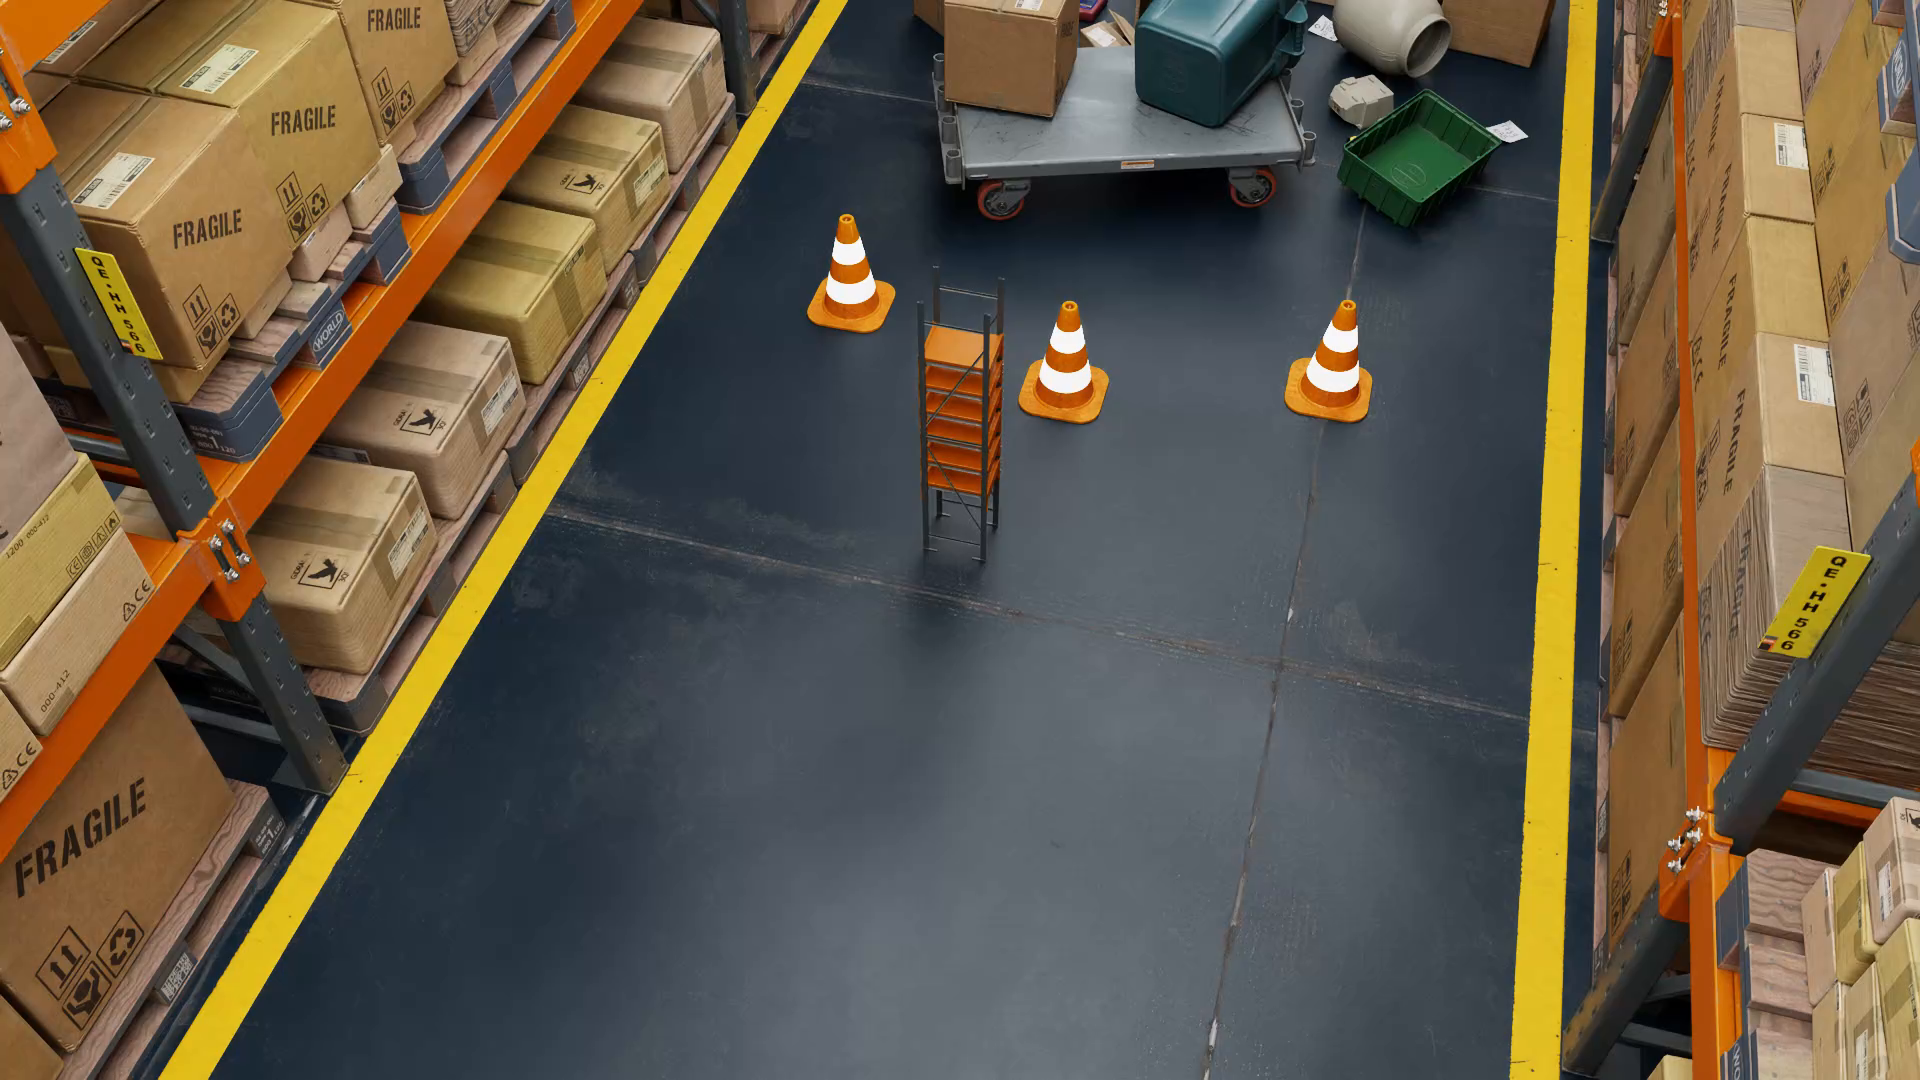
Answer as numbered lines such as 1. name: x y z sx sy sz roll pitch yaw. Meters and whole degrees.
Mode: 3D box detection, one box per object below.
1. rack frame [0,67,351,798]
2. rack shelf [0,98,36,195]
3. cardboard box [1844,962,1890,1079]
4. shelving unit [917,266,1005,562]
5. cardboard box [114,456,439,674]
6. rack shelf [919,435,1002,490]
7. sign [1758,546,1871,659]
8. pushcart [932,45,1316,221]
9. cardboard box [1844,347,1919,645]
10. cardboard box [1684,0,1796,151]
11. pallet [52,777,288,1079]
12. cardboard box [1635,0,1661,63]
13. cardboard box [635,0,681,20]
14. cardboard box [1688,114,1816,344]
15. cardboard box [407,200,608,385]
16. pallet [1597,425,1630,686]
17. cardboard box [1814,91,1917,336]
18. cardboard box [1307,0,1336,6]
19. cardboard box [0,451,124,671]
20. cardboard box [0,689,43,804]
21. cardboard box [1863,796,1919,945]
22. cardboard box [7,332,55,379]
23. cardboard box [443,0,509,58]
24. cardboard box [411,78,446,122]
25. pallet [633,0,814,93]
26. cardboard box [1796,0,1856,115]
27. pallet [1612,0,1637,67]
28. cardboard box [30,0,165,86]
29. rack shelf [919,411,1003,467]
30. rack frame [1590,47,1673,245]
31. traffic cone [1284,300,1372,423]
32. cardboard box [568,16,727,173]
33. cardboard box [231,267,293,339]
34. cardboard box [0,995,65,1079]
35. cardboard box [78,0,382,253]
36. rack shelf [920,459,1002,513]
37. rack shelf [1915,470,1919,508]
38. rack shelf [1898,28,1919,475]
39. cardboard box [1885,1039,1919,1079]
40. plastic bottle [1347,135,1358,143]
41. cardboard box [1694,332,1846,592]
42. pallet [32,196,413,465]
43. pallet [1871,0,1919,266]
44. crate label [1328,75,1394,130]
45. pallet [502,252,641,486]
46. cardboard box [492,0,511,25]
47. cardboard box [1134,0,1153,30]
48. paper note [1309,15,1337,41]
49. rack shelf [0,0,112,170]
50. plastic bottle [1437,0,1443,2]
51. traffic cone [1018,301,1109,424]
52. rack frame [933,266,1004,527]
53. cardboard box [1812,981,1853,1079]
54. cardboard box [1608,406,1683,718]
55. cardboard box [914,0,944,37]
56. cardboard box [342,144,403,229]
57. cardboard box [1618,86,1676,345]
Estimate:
1. rack frame: -2.542 -0.284 4.500 1.000 3.000 0.127 12 50 10
2. rack shelf: -3.069 0.409 2.368 1.077 0.370 4.000 12 50 10
3. cardboard box: 1.870 0.972 3.080 0.380 0.149 0.250 14 50 12
4. shelving unit: 0.004 -0.407 5.809 0.258 1.200 0.189 12 50 10
5. cardboard box: -2.384 0.040 5.686 0.950 0.372 0.625 9 49 7
6. rack shelf: 0.004 -0.299 5.933 0.258 0.103 0.180 12 50 10
7. sign: 1.723 0.130 3.362 0.100 0.325 0.005 12 50 10
8. pushcart: 0.723 -1.895 7.671 1.648 0.377 0.936 -4 49 -3
9. cardboard box: 2.388 -0.067 3.575 0.700 0.500 0.500 11 50 10
10. cardboard box: 2.782 -1.614 5.607 0.500 0.500 0.500 12 50 10
11. pallet: -2.822 1.195 5.055 1.003 0.211 1.213 12 50 10
12. cardboard box: 3.779 -2.803 7.860 0.875 0.875 0.875 12 50 10
13. cardboard box: -1.593 -2.887 8.351 0.500 0.250 0.500 14 50 12
14. cardboard box: 2.514 -0.885 4.964 0.500 0.500 0.500 12 50 11
15. cardboard box: -1.992 -1.042 6.642 0.950 0.372 0.625 13 50 11
16. pallet: 2.863 0.108 6.014 1.003 0.211 1.213 12 50 10
17. cardboard box: 2.652 -0.804 4.226 0.700 0.500 0.500 11 49 9
18. cardboard box: 1.988 -2.975 8.699 0.396 0.266 0.258 19 51 16
19. cardboard box: -2.425 0.001 4.015 0.500 0.250 0.500 11 50 10
20. cardboard box: -2.544 0.556 3.859 0.500 0.250 0.500 12 50 11
21. cardboard box: 1.950 0.667 3.152 0.380 0.149 0.250 12 50 10
22. cardboard box: -2.683 -0.623 4.687 0.380 0.149 0.250 13 50 11
23. cardboard box: -1.798 -1.958 5.432 0.500 0.500 0.500 10 49 9
24. cardboard box: -1.937 -1.521 5.479 0.380 0.149 0.250 13 50 12
25. pallet: -1.347 -2.747 8.534 1.003 0.211 1.213 12 50 10
26. cardboard box: 2.921 -1.539 4.874 0.700 0.500 0.500 12 50 10
27. pallet: 3.907 -2.770 8.554 1.003 0.211 1.213 12 50 10
28. cardboard box: -2.565 -1.314 4.864 0.500 0.500 0.500 11 49 9
29. rack shelf: 0.004 -0.378 5.843 0.258 0.103 0.180 12 50 10
30. rack frame: 3.313 -2.273 6.256 1.000 3.000 0.127 12 50 10
31. traffic cone: 1.503 -0.762 6.614 0.336 0.463 0.334 12 50 10
32. cardboard box: -1.625 -2.066 7.546 0.950 0.372 0.625 12 50 11
33. cardboard box: -2.171 -0.736 4.786 0.380 0.149 0.250 9 49 8
34. cardboard box: -3.043 1.408 4.144 0.875 0.875 0.875 12 50 10
35. cardboard box: -2.070 -1.212 4.774 0.500 0.500 0.500 14 50 12
36. rack shelf: 0.004 -0.219 6.023 0.258 0.103 0.180 12 50 10
37. rack shelf: 1.733 1.312 1.570 1.077 0.370 4.000 12 50 10
38. rack shelf: 2.786 -1.581 4.124 1.077 0.370 4.000 12 50 10
39. cardboard box: 1.814 1.035 2.827 0.380 0.149 0.250 11 50 10
40. plastic bottle: 1.929 -1.798 7.796 0.133 0.061 0.283 -11 50 -10
41. cardboard box: 2.252 -0.152 4.317 0.500 0.500 0.500 12 50 10
42. pallet: -2.457 -0.757 5.045 1.213 0.211 1.003 12 50 10
43. pallet: 2.378 -0.786 3.068 1.213 0.211 1.003 14 50 12
44. crate label: 1.943 -2.126 8.035 0.298 0.136 0.250 -19 51 -16
45. pallet: -2.012 -0.805 6.820 1.003 0.211 1.213 12 50 10
46. cardboard box: -1.809 -1.901 5.814 0.380 0.149 0.250 10 49 9
47. cardboard box: 1.305 -2.841 8.331 0.797 0.637 0.503 12 50 10
48. paper note: 1.905 -2.632 8.557 0.172 0.023 0.155 28 54 22
49. rack shelf: -2.016 -2.485 4.922 1.077 0.370 4.000 12 50 10
50. plastic bottle: 2.414 -2.884 8.755 0.283 0.061 0.133 -4 49 -3
51. traffic cone: 0.423 -0.757 6.610 0.336 0.463 0.334 12 50 10
52. rack frame: 0.028 -0.474 5.868 0.240 1.200 0.006 12 50 10
53. cardboard box: 1.877 1.042 3.217 0.380 0.149 0.250 14 50 12
54. cardboard box: 2.734 0.170 5.320 1.050 0.750 0.750 12 50 11
55. cardboard box: 0.105 -2.857 8.436 0.500 0.500 0.500 -27 54 -22
56. cardboard box: -1.962 -1.119 5.125 0.380 0.149 0.250 12 50 10
57. cardboard box: 3.236 -1.201 6.530 1.050 0.750 0.750 11 50 10
